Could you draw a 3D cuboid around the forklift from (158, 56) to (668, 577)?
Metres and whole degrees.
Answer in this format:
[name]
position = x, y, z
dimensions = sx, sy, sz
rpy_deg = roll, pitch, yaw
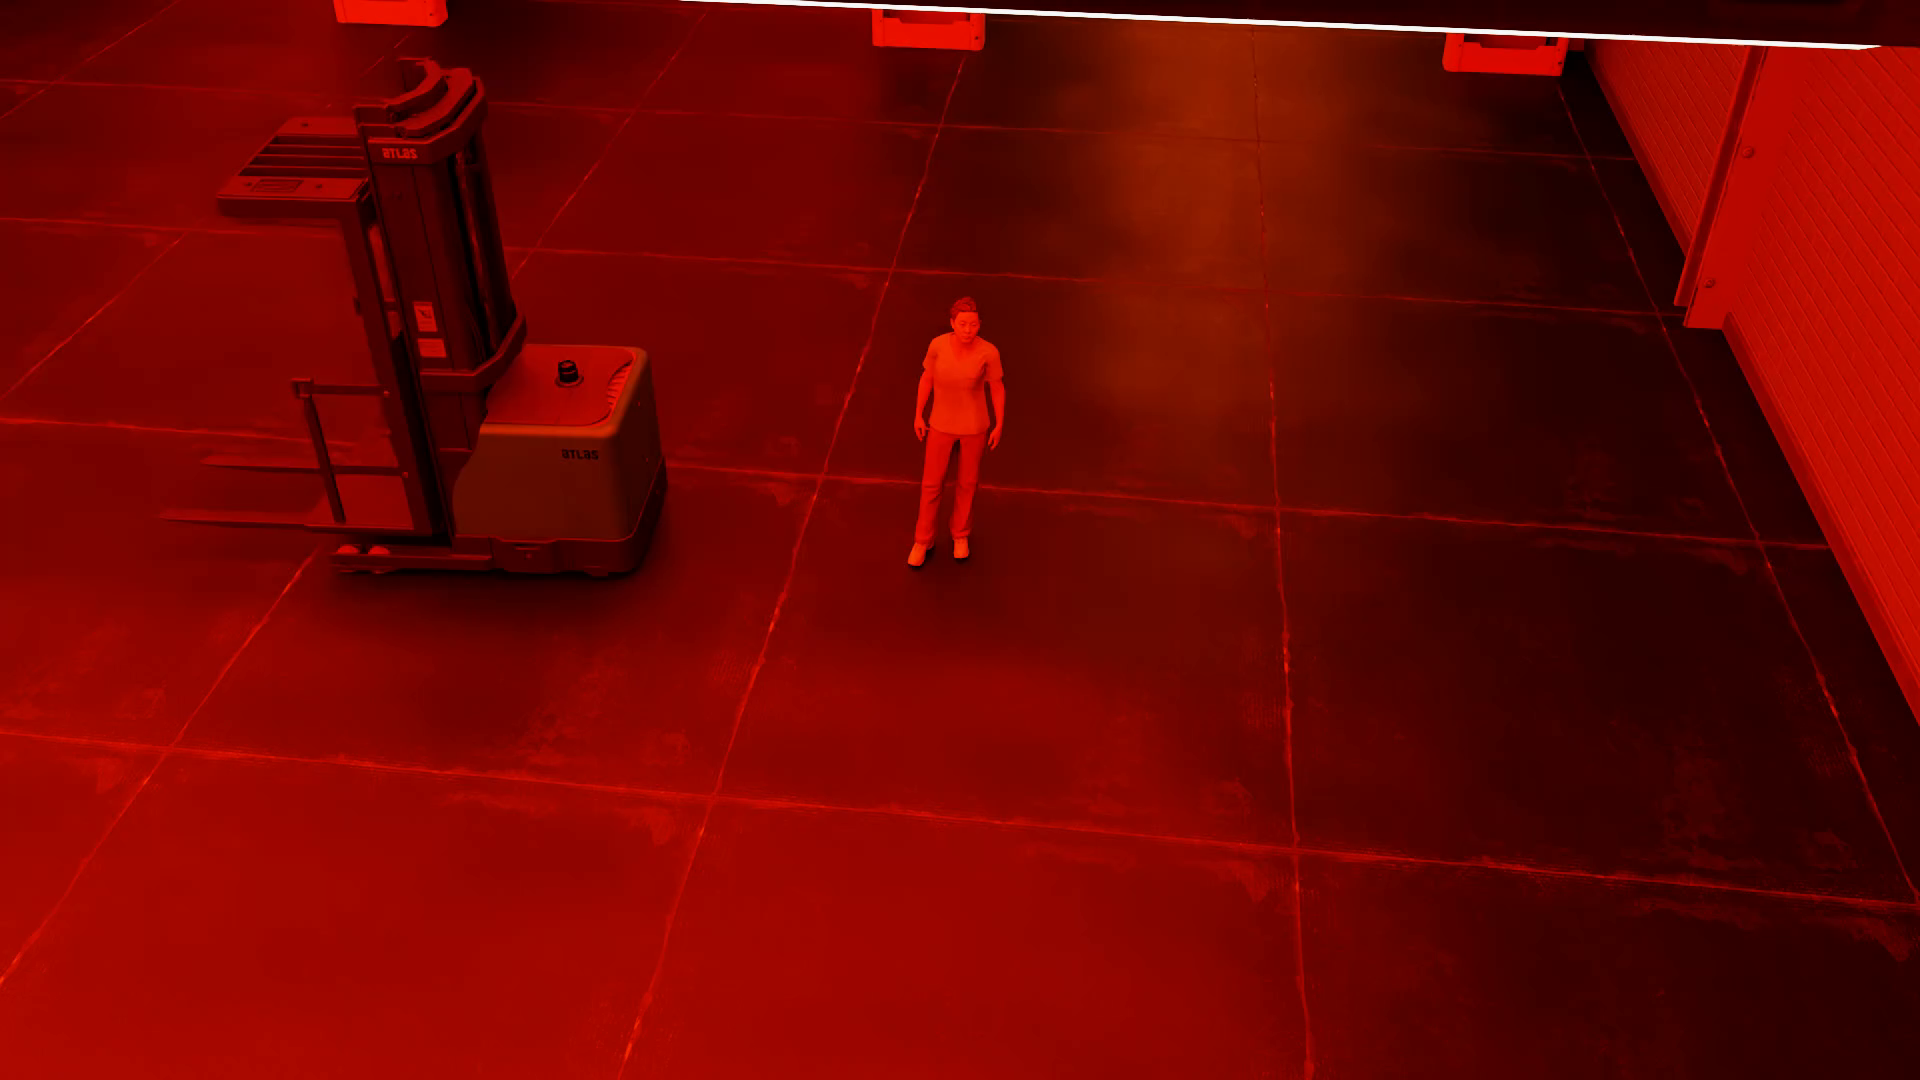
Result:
[forklift]
position = -3.447, -1.284, 9.772
dimensions = 3.031, 2.935, 1.130
rpy_deg = 2, 36, 3

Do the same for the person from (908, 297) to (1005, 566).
[person]
position = -0.021, -0.638, 9.941
dimensions = 0.553, 1.675, 0.549
rpy_deg = 4, 37, 6
